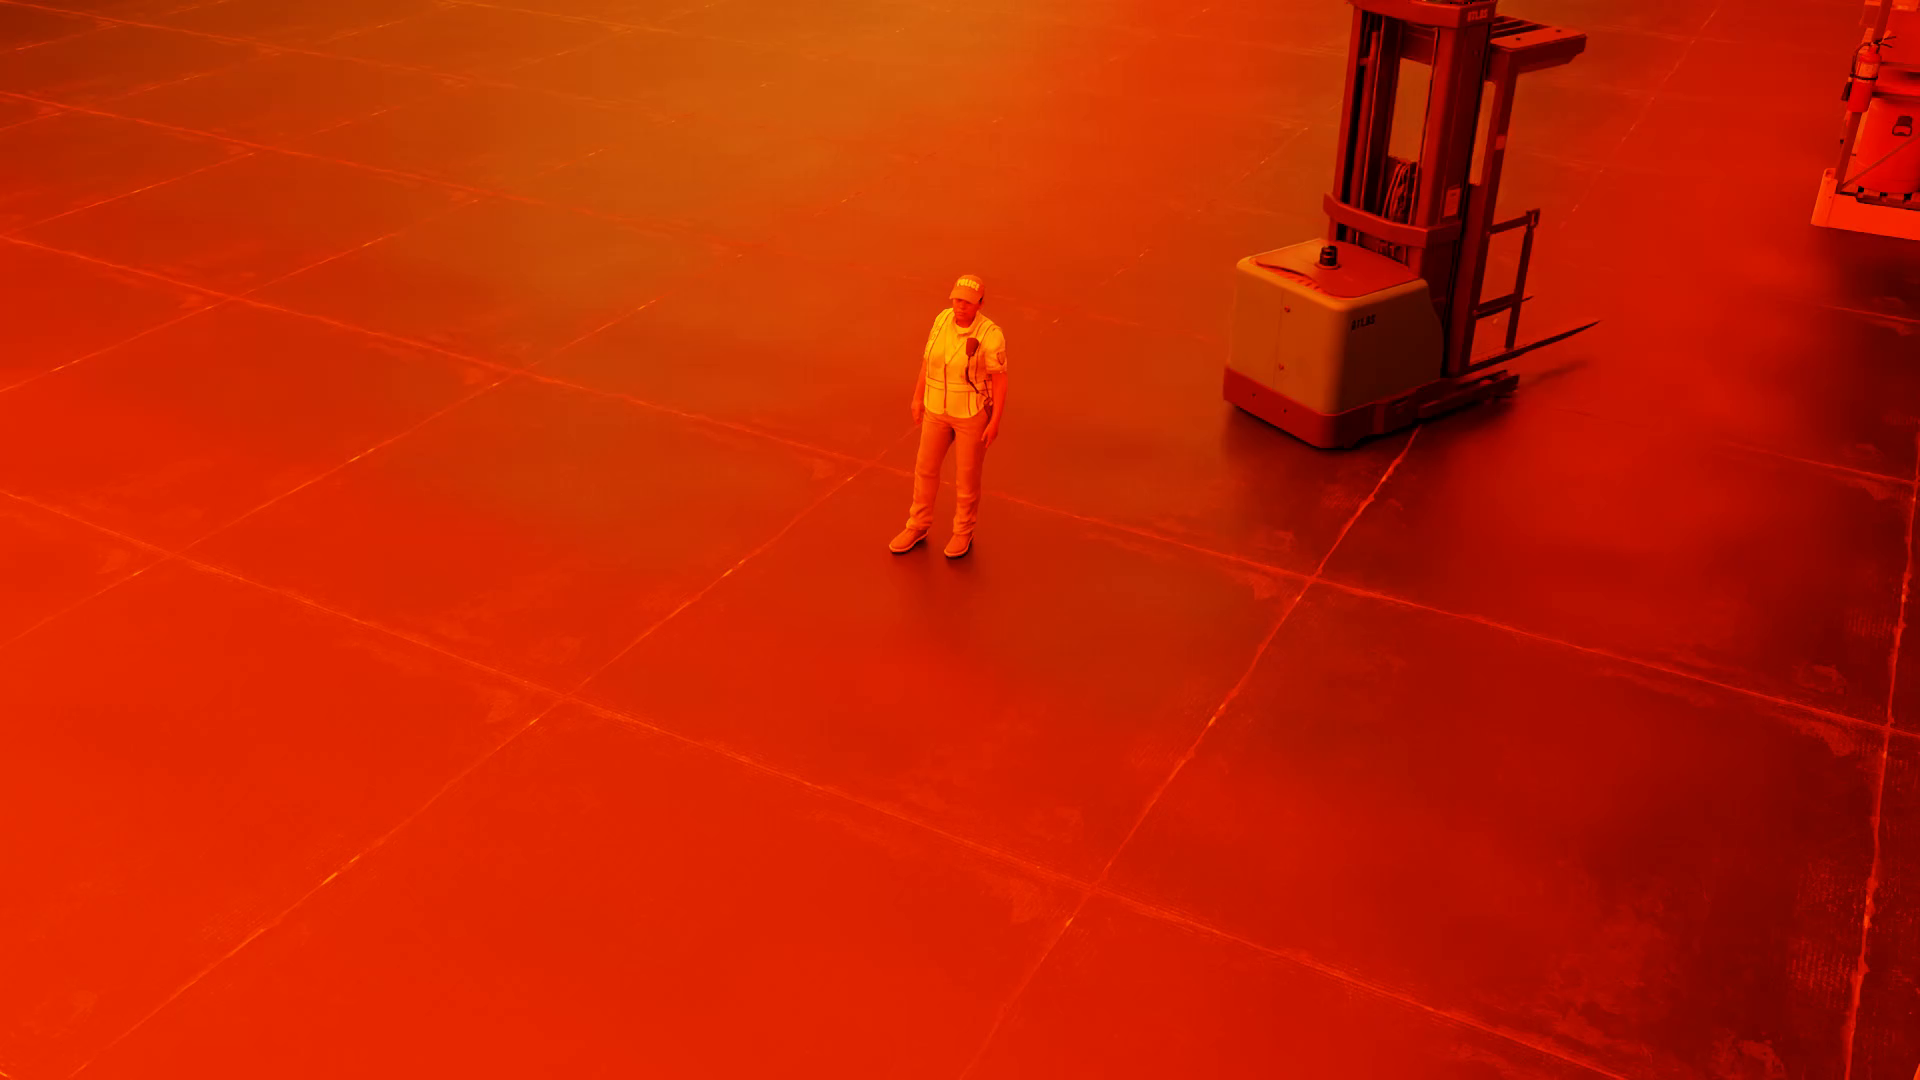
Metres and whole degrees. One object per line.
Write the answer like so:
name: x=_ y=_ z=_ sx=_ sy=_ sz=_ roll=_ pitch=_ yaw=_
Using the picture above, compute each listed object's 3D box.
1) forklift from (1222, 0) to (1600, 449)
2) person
forklift: x=3.336 y=-2.429 z=11.280 sx=3.031 sy=2.935 sz=1.130 roll=-19 pitch=35 yaw=-29
person: x=-0.058 y=-0.699 z=9.532 sx=0.599 sy=1.670 sz=0.525 roll=15 pitch=33 yaw=25
